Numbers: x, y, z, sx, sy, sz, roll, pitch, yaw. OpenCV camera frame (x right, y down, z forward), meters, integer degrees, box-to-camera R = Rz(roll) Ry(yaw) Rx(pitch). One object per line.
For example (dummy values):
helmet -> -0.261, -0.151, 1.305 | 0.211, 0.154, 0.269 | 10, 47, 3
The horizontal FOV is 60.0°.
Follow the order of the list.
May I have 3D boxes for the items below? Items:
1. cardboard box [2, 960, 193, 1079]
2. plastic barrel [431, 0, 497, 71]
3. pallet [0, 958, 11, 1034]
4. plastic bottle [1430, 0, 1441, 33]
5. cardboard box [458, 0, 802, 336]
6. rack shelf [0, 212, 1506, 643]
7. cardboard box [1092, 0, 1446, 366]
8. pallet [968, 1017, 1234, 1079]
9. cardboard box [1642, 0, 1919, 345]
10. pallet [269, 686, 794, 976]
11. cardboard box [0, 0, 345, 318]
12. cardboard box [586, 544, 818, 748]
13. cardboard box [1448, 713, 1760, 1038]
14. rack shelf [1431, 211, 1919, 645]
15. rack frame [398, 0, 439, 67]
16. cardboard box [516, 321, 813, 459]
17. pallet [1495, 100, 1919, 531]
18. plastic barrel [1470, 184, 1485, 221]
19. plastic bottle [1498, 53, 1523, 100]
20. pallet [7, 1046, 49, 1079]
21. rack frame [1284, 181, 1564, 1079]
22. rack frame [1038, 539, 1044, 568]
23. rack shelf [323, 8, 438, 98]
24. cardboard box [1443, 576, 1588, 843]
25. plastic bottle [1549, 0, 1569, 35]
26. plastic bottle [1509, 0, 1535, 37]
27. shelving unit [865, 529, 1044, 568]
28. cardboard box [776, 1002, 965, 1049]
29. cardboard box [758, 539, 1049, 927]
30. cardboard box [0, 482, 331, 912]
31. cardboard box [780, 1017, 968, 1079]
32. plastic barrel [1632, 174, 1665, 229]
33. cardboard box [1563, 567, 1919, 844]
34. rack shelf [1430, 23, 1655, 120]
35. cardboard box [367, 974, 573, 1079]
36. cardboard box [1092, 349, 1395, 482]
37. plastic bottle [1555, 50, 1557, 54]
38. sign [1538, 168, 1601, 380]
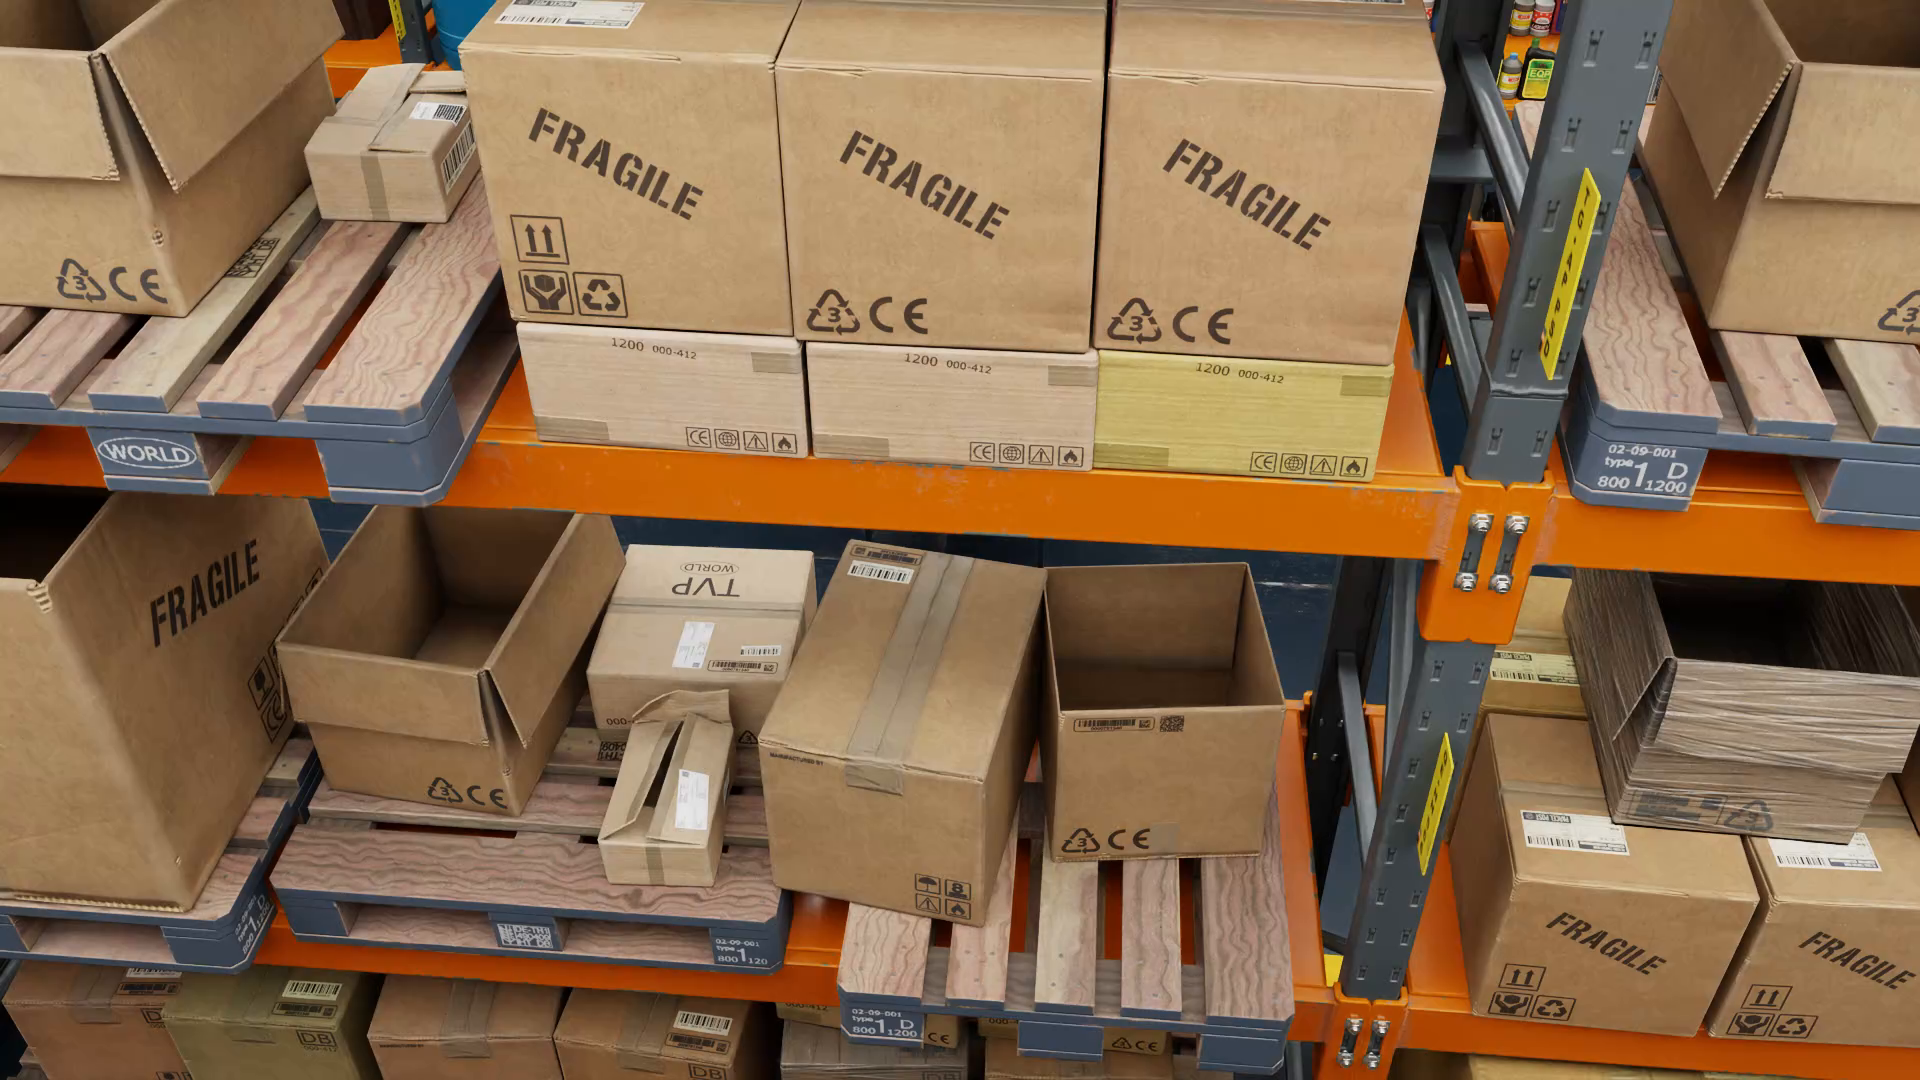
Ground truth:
cardboard box -> -2.379, 1.239, 4.983 | 0.500, 0.500, 0.700 | 0, 39, 0
plastic barrel -> -2.203, -2.704, 7.799 | 0.708, 0.901, 0.600 | 3, 39, 4
pallet -> -3.661, 1.461, 5.288 | 1.213, 0.211, 1.003 | 3, 39, 4
plastic bottle -> 2.401, -2.659, 8.242 | 0.097, 0.271, 0.097 | 0, 39, 0
cardboard box -> -0.504, -0.711, 2.896 | 0.500, 0.500, 0.500 | 4, 39, 5
rack shelf -> -0.996, -0.382, 3.537 | 4.000, 0.370, 1.077 | 3, 39, 4
cardboard box -> 0.499, -0.653, 2.825 | 0.500, 0.500, 0.500 | 4, 39, 5
pallet -> 0.218, 1.650, 5.056 | 1.213, 0.211, 1.003 | 3, 39, 4
cardboard box -> 1.610, -0.767, 3.025 | 0.637, 0.503, 0.797 | 5, 39, 6
pallet -> -0.979, 0.604, 4.284 | 1.213, 0.211, 1.003 | 3, 39, 4
cardboard box -> -1.590, -0.834, 3.108 | 0.637, 0.503, 0.797 | 5, 39, 6
cardboard box -> -0.654, 0.271, 4.327 | 0.500, 0.250, 0.500 | 2, 39, 3
cardboard box -> 1.457, 0.770, 3.848 | 0.500, 0.500, 0.500 | 4, 39, 5
rack shelf -> 2.989, -0.164, 3.269 | 4.000, 0.370, 1.077 | 3, 39, 4
rack frame -> -2.561, -2.721, 8.217 | 0.127, 3.000, 1.000 | 3, 39, 4
cardboard box -> -0.494, -0.413, 3.124 | 0.500, 0.250, 0.500 | 4, 39, 5
pallet -> 1.642, -0.477, 3.233 | 1.003, 0.211, 1.213 | 5, 39, 6
plastic barrel -> 2.483, -1.711, 8.614 | 0.421, 0.512, 0.421 | 0, 39, 0
plastic bottle -> 2.534, -2.144, 7.665 | 0.097, 0.201, 0.097 | 0, 39, 0
pallet -> -2.213, 1.517, 5.220 | 1.213, 0.211, 1.003 | 3, 39, 4
rack frame -> 0.996, 0.612, 4.123 | 0.127, 3.000, 1.000 | 3, 39, 4
rack frame -> 0.358, -0.562, 6.752 | 0.023, 1.500, 0.400 | 3, 39, 4
rack shelf -> -4.554, -2.551, 8.578 | 4.000, 0.370, 1.077 | 3, 39, 4
cardboard box -> 1.509, 0.444, 4.249 | 0.500, 0.500, 0.500 | 4, 39, 5
plastic bottle -> 3.002, -2.642, 8.212 | 0.133, 0.283, 0.061 | 3, 39, 4
plastic bottle -> 2.789, -2.611, 8.238 | 0.097, 0.201, 0.097 | 0, 39, 0
shelving unit -> -0.007, -0.582, 6.777 | 0.755, 1.500, 0.431 | 3, 39, 4
cardboard box -> -0.203, 1.079, 4.585 | 0.500, 0.250, 0.500 | 7, 40, 9
cardboard box -> -0.110, 0.438, 3.924 | 0.500, 0.500, 0.700 | 9, 40, 10
cardboard box -> -2.209, 0.129, 3.907 | 1.000, 1.000, 1.000 | 3, 39, 4
cardboard box -> -0.227, 1.364, 4.829 | 0.500, 0.500, 0.700 | 0, 39, 0
plastic barrel -> 3.608, -1.650, 8.538 | 0.421, 0.512, 0.421 | 0, 39, 0
cardboard box -> 1.723, 0.234, 3.713 | 0.637, 0.503, 0.797 | 4, 39, 5
rack shelf -> 3.416, -2.116, 8.043 | 4.000, 0.370, 1.077 | 3, 39, 4
cardboard box -> -1.348, 1.308, 4.899 | 0.500, 0.500, 0.700 | 0, 39, 0
cardboard box -> 0.502, -0.365, 3.065 | 0.500, 0.250, 0.500 | 3, 39, 4
plastic bottle -> 2.764, -2.158, 7.627 | 0.097, 0.271, 0.097 | 0, 39, 0
sign -> 0.947, -0.411, 2.593 | 0.005, 0.325, 0.100 | 3, 39, 4
